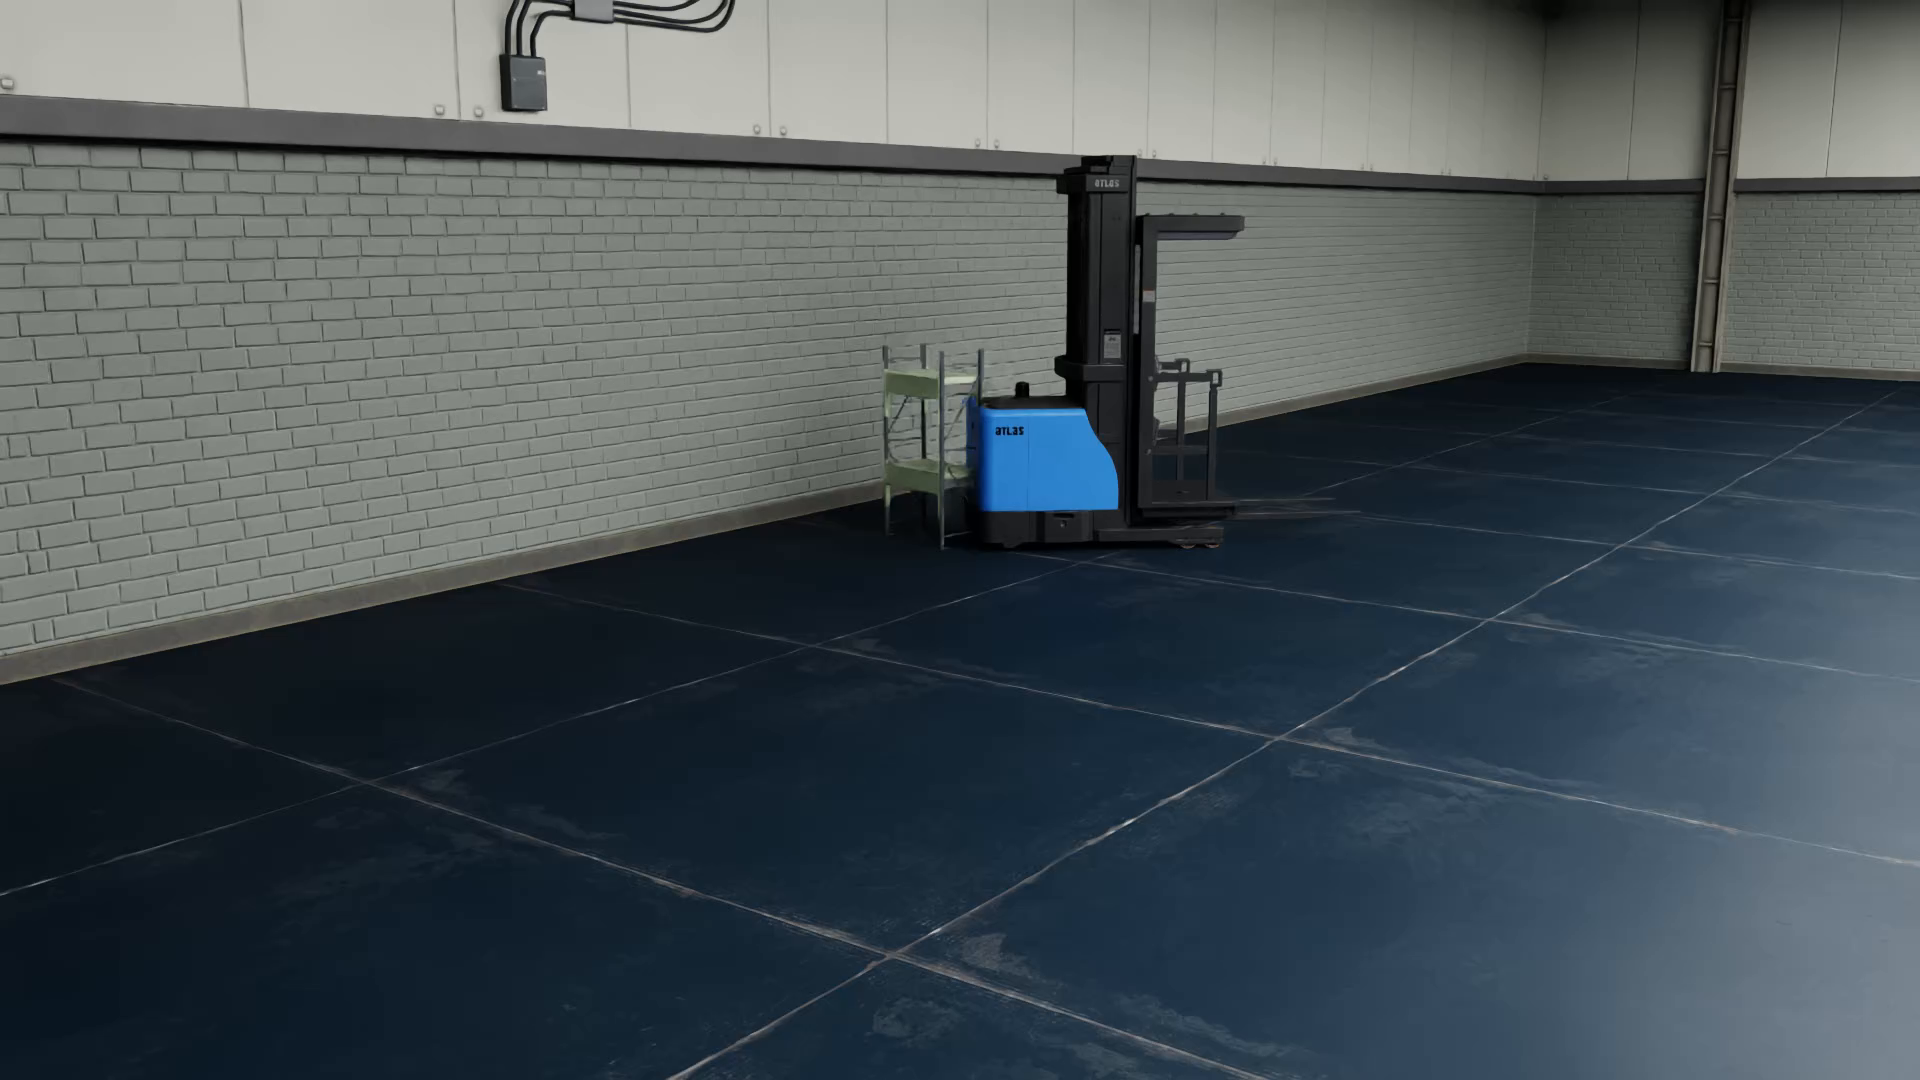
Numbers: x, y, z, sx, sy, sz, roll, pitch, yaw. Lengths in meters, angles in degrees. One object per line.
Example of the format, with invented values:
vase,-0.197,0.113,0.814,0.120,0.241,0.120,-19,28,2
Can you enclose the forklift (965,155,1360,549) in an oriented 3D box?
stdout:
forklift,1.591,-1.472,12.923,3.031,2.935,1.130,-1,11,-6

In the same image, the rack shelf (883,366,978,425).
rack shelf,-0.212,-1.121,12.818,0.431,0.370,0.720,-8,14,-36

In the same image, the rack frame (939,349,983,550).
rack frame,0.010,-0.682,12.605,0.400,1.500,0.023,-8,14,-36

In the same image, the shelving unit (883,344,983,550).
shelving unit,-0.212,-0.738,12.891,0.431,1.500,0.755,-8,14,-36

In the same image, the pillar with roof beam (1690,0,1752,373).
pillar with roof beam,9.707,-6.530,23.092,0.400,9.000,9.100,8,13,36

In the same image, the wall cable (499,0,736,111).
wall cable,-2.349,-6.022,11.511,0.169,6.003,2.305,8,13,36

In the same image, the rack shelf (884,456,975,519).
rack shelf,-0.212,-0.417,12.953,0.431,0.370,0.720,-8,14,-36

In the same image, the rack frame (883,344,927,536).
rack frame,-0.433,-0.793,13.177,0.400,1.500,0.023,-8,14,-36
